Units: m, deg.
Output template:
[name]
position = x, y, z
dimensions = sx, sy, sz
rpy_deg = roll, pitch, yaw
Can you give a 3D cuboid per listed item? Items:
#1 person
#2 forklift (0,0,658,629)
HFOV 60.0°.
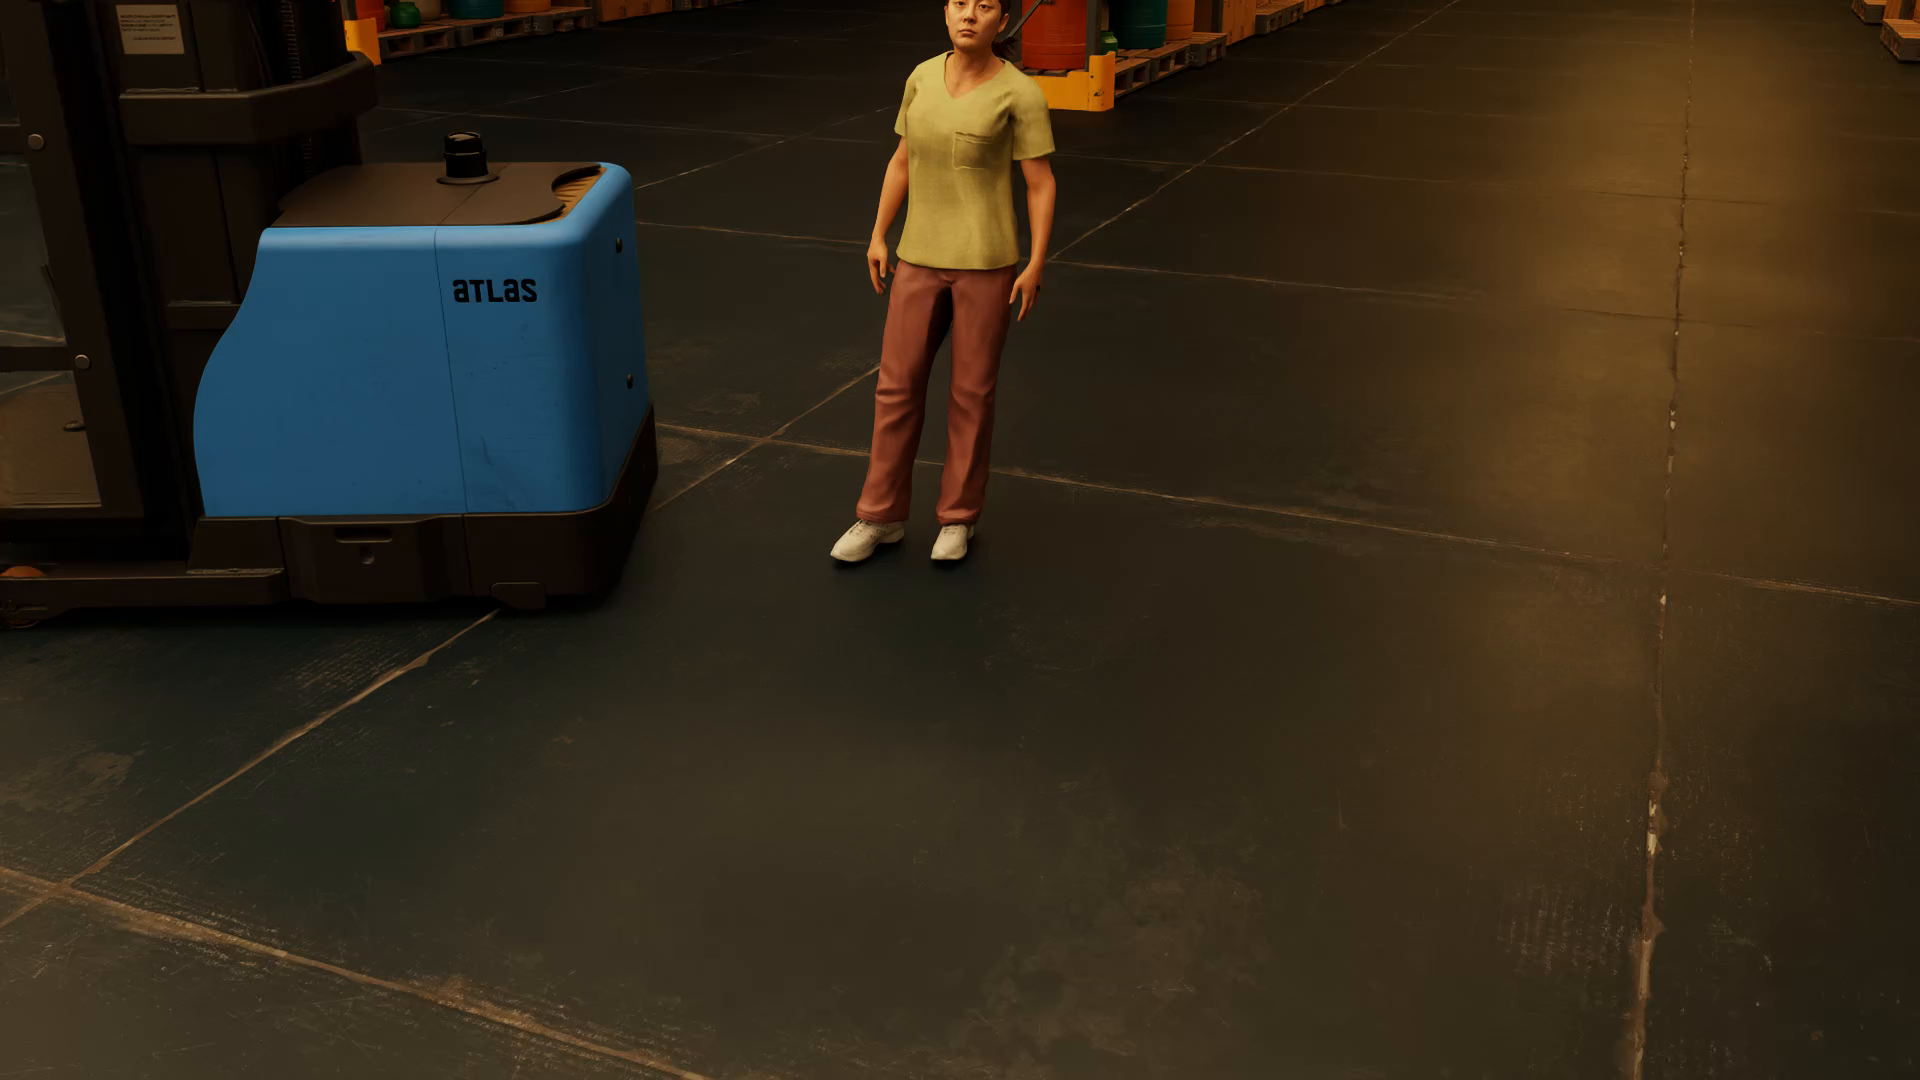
[person]
position = -0.039, -0.755, 4.708
dimensions = 0.554, 1.673, 0.548
rpy_deg = 9, 24, 21
[forklift]
position = -2.482, -1.317, 4.442
dimensions = 3.031, 2.935, 1.130
rpy_deg = -1, 23, -2
